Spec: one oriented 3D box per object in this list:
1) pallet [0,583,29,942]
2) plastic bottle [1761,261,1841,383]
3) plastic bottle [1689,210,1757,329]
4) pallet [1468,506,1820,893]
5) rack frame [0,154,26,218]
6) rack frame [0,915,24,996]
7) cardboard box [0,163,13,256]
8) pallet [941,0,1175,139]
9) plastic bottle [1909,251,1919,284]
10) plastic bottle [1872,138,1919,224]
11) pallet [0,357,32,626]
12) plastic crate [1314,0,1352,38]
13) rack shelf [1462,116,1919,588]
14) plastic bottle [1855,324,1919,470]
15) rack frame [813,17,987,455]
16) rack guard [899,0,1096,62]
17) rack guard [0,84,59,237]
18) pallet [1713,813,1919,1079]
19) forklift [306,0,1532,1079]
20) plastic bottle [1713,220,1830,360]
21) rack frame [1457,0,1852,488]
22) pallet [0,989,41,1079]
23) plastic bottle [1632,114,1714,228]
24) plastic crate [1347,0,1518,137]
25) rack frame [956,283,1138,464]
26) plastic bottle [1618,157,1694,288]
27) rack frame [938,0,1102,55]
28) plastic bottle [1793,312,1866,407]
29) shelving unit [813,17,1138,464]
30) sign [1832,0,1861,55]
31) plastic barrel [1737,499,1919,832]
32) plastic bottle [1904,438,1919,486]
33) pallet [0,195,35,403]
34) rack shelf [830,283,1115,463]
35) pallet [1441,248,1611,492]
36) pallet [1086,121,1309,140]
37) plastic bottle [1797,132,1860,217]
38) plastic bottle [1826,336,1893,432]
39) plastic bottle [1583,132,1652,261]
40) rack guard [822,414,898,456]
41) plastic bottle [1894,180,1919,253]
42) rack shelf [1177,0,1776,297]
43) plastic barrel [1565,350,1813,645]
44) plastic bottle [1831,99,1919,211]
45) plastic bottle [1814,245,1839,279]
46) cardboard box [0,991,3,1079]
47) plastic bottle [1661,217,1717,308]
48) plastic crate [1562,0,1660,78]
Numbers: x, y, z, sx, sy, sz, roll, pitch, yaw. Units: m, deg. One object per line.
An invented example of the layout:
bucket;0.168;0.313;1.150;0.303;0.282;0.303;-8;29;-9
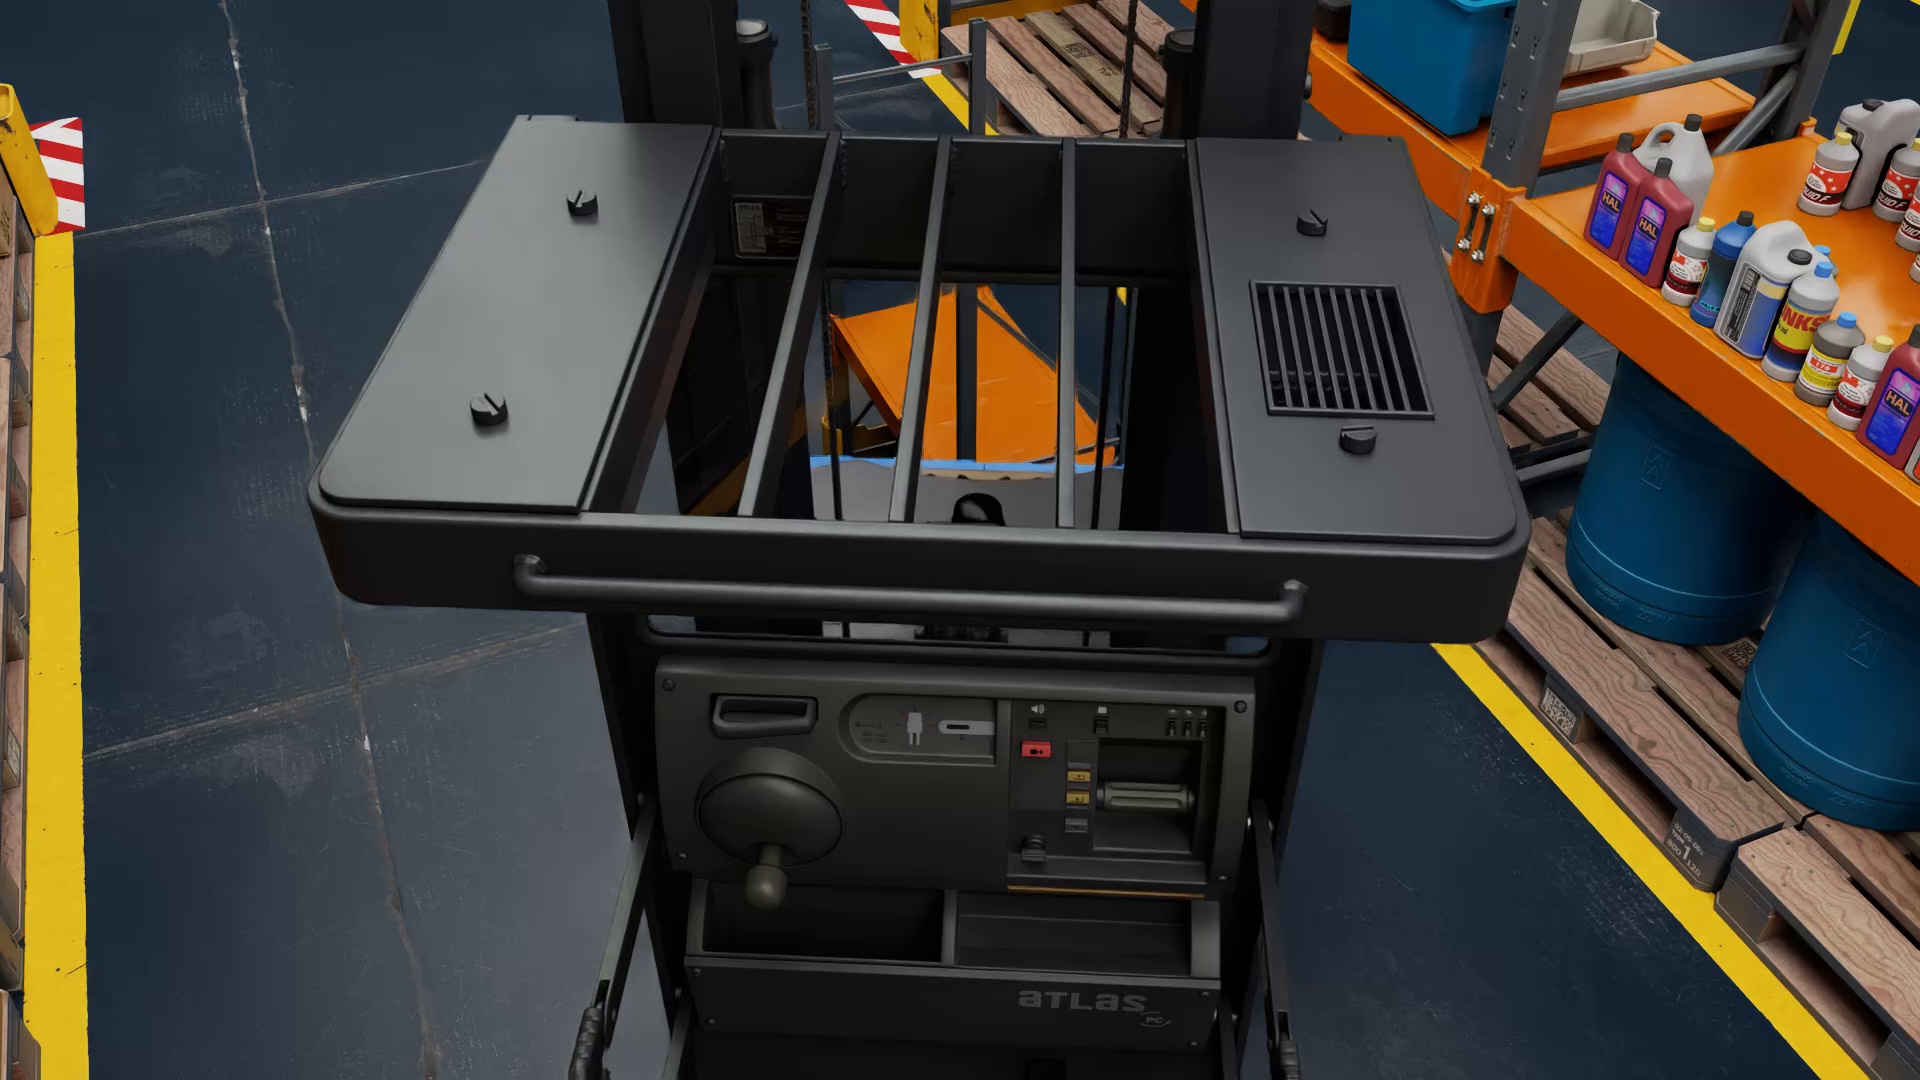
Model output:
pallet;-2.994;0.678;4.300;1.003;0.211;1.213;-15;43;-17
plastic bottle;1.830;-0.479;3.605;0.097;0.271;0.097;0;41;0
plastic bottle;1.742;-0.619;3.768;0.097;0.271;0.097;0;41;0
pallet;2.103;0.334;4.700;1.003;0.211;1.213;-15;43;-17
rack frame;-4.262;-2.375;5.711;1.000;3.000;0.127;-15;43;-17
rack frame;-2.732;0.035;2.909;1.000;3.000;0.127;-15;43;-17
cardboard box;-3.826;-1.328;6.073;0.500;0.500;0.500;-15;43;-17
pallet;0.595;-2.045;7.466;1.003;0.211;1.213;-15;43;-17
plastic bottle;2.327;-0.704;3.921;0.097;0.201;0.097;0;41;0
plastic bottle;2.365;-0.904;4.153;0.097;0.201;0.097;0;41;0
pallet;-3.464;-0.058;5.156;1.003;0.211;1.213;-15;43;-17
plastic crate;1.170;-1.725;5.120;0.437;0.125;0.590;-15;43;-17
rack shelf;2.611;0.279;3.177;1.077;0.370;4.000;-15;43;-17
plastic bottle;1.932;-0.292;3.379;0.061;0.283;0.133;-15;43;-17
rack frame;-0.162;-0.823;5.057;0.500;1.500;0.032;-15;43;-17
rack guard;0.295;-2.672;7.974;1.175;0.500;0.348;-15;43;-17
rack guard;-4.233;-1.382;6.473;1.175;0.500;0.348;-15;43;-17
pallet;2.574;1.070;3.844;1.003;0.211;1.213;-15;43;-17
forklift;-0.022;0.474;2.451;1.130;2.935;3.031;2;41;2
plastic bottle;1.811;-0.558;3.693;0.152;0.276;0.135;-15;43;-17
rack frame;1.846;-1.199;4.344;1.000;3.000;0.127;-15;43;-17
pallet;-2.385;1.572;3.260;1.003;0.211;1.213;-15;43;-17
plastic bottle;1.697;-0.863;3.991;0.144;0.351;0.185;-15;43;-17
plastic crate;1.352;-1.412;4.557;0.392;0.384;0.575;-15;43;-17
rack frame;0.227;-0.211;4.345;0.500;1.500;0.032;-15;43;-17
plastic bottle;1.643;-0.747;3.908;0.061;0.283;0.133;-15;43;-17
rack frame;0.316;-3.609;7.146;1.000;3.000;0.127;-15;43;-17
plastic bottle;1.868;-0.394;3.560;0.097;0.201;0.097;0;41;0
shelving unit;0.029;-0.523;4.708;0.587;1.500;1.083;-15;43;-17
sign;2.355;-1.440;4.412;0.100;0.325;0.005;-15;43;-17
plastic barrel;2.310;0.196;4.009;0.600;0.901;0.708;-15;43;-17
plastic bottle;2.026;-0.220;3.301;0.152;0.276;0.135;-15;43;-17
pallet;-3.927;-0.792;6.009;1.003;0.211;1.213;-15;43;-17
rack shelf;0.033;-0.381;4.819;0.538;0.185;1.000;-15;43;-17
pallet;1.529;-0.575;5.757;1.003;0.211;1.213;-15;43;-17
pallet;1.058;-1.311;6.613;1.003;0.211;1.213;-15;43;-17
plastic bottle;2.188;-0.925;4.177;0.097;0.201;0.097;0;41;0
plastic bottle;1.905;-0.335;3.492;0.097;0.201;0.097;0;41;0
plastic bottle;1.592;-0.827;4.001;0.061;0.283;0.133;-15;43;-17
rack guard;-0.161;-0.349;5.464;0.587;0.250;0.087;-15;43;-17
plastic bottle;2.360;-0.808;4.042;0.097;0.201;0.097;0;41;0
rack shelf;1.081;-2.131;5.979;1.077;0.370;4.000;-15;43;-17
plastic barrel;2.039;-0.231;4.505;0.600;0.901;0.708;-15;43;-17
plastic bottle;2.296;-0.995;4.202;0.152;0.276;0.135;-15;43;-17
plastic bottle;1.919;-0.572;3.767;0.097;0.201;0.097;0;41;0
cardboard box;-2.278;1.041;3.318;0.500;0.500;0.500;-15;43;-17
plastic bottle;1.704;-0.651;3.859;0.097;0.201;0.097;0;41;0
plastic crate;1.800;-1.438;4.778;0.396;0.136;0.243;-15;43;-17
